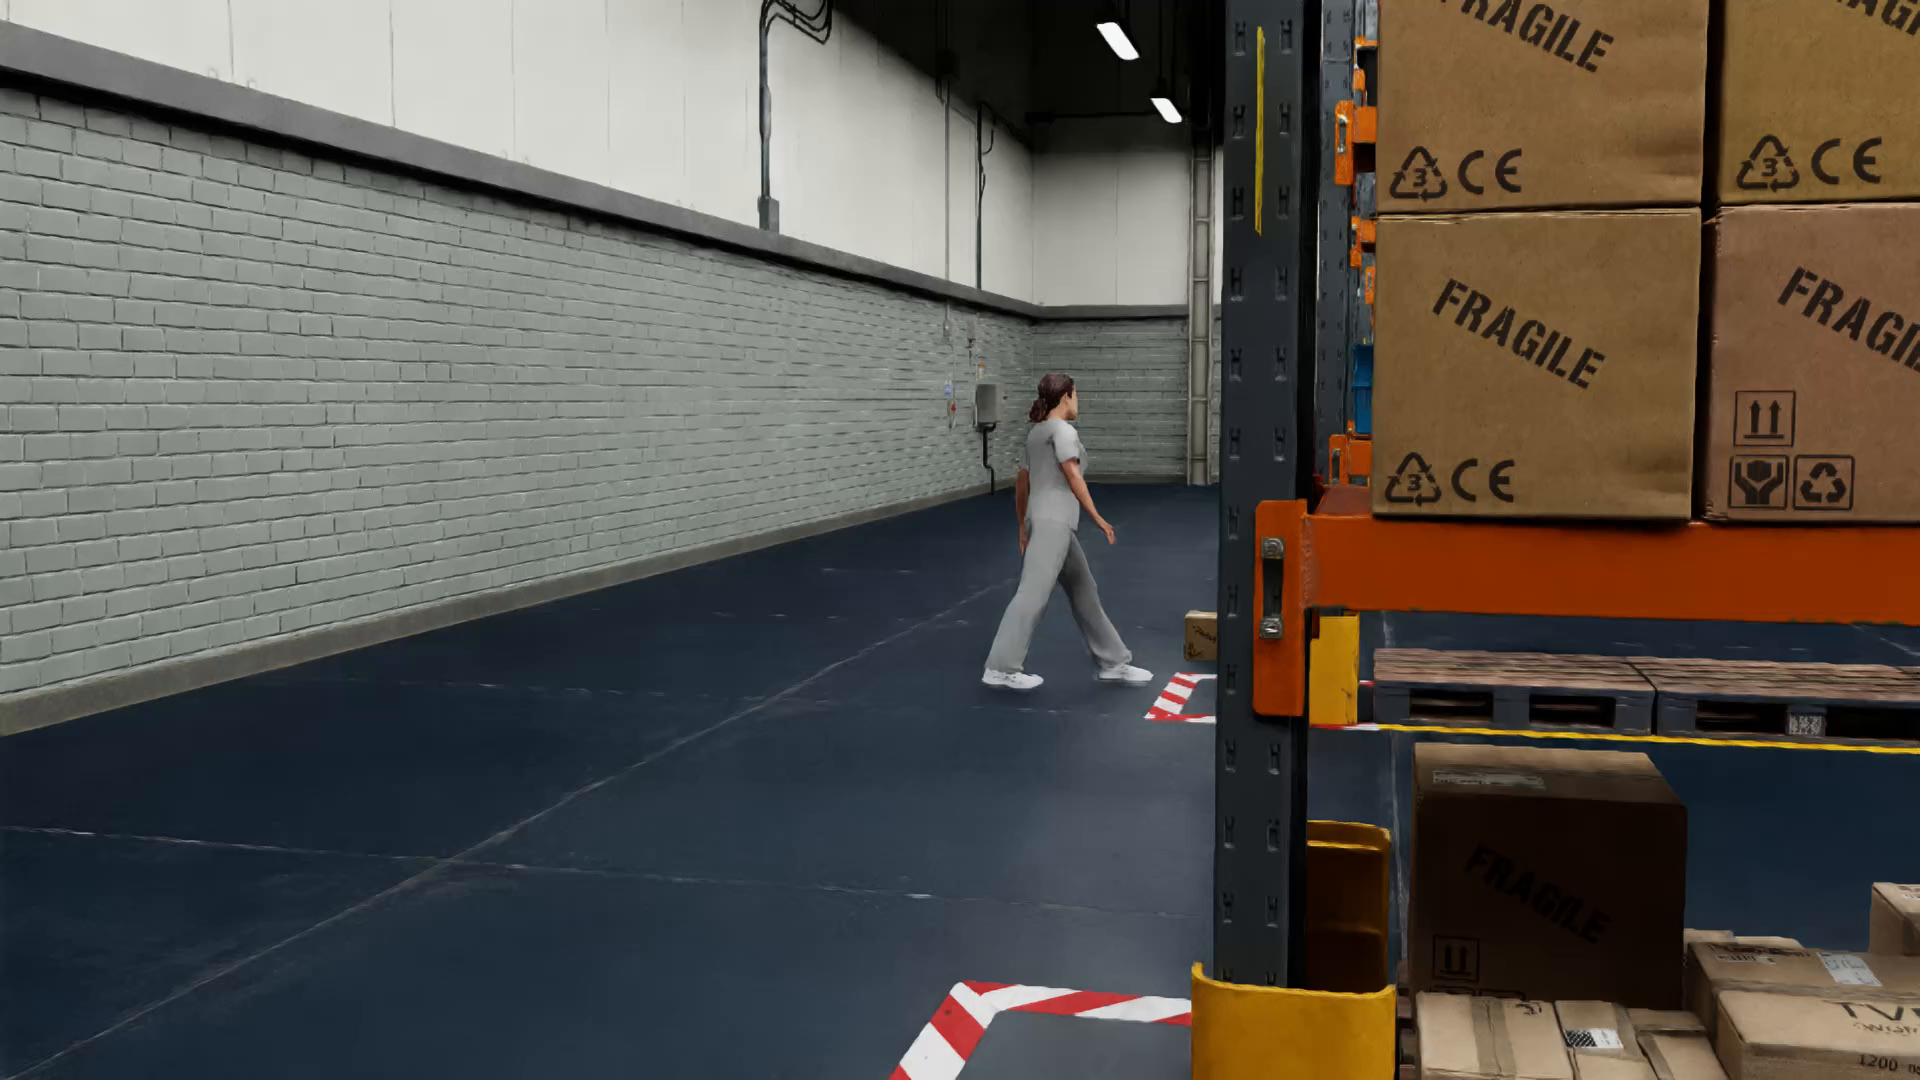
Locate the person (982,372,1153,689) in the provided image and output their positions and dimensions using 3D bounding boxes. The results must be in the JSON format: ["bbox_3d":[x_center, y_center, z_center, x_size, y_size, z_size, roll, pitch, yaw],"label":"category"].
[{"bbox_3d":[0.552,-0.053,8.581,0.966,1.621,0.564,-1,5,-14],"label":"person"}]
